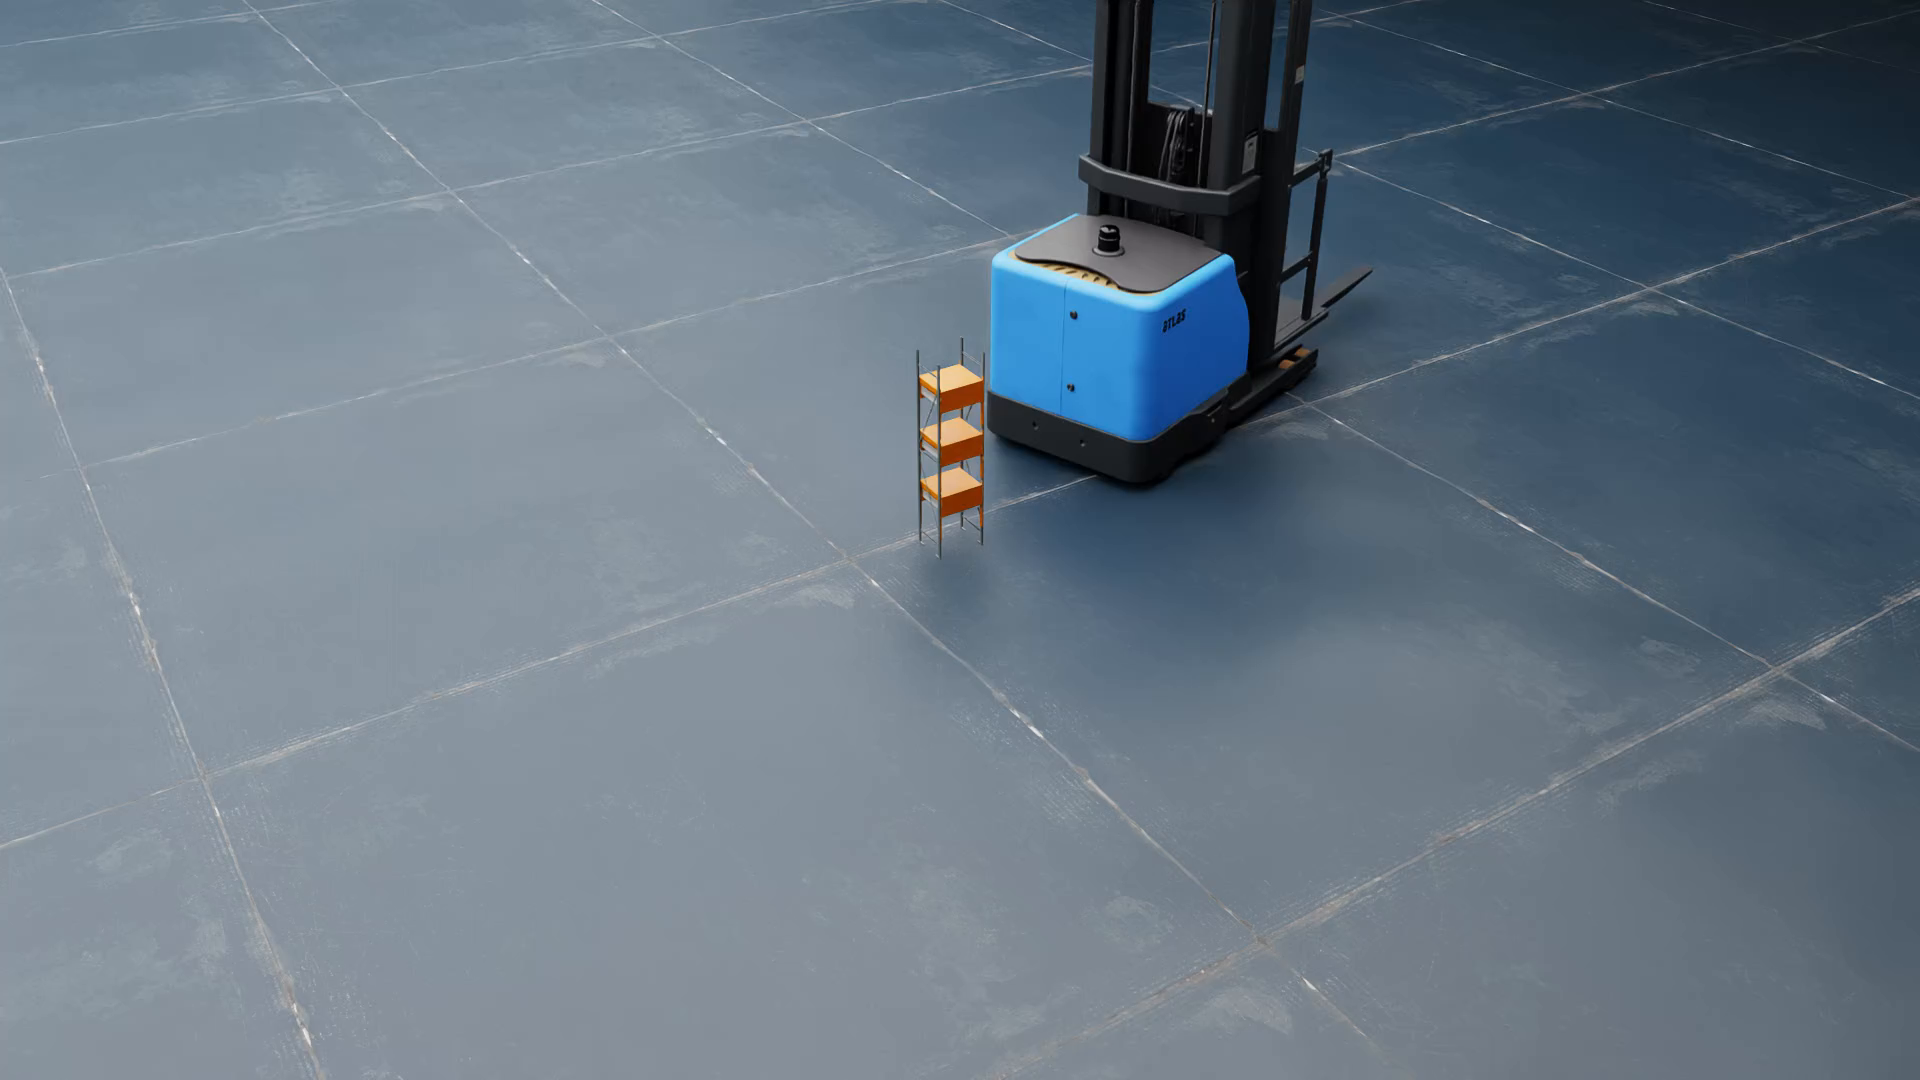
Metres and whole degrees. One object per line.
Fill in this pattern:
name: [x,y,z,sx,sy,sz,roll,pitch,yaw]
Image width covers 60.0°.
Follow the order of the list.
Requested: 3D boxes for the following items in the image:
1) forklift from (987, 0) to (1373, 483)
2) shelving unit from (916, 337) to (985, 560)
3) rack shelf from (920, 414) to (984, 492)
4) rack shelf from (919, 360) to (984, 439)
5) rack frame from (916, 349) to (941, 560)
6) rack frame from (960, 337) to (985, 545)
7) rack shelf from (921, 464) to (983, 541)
forklift: [1.445,-2.260,9.086,1.130,2.935,3.031,22,39,31]
shelving unit: [-0.045,-0.429,7.945,0.252,1.050,0.215,-19,37,-27]
rack shelf: [-0.045,-0.420,7.951,0.240,0.259,0.215,-19,37,-27]
rack shelf: [-0.045,-0.660,7.800,0.240,0.259,0.215,-19,37,-27]
rack frame: [-0.148,-0.393,7.889,0.008,1.050,0.200,-19,37,-27]
rack frame: [0.058,-0.464,8.001,0.008,1.050,0.200,-19,37,-27]
rack shelf: [-0.045,-0.185,8.099,0.240,0.259,0.215,-19,37,-27]
